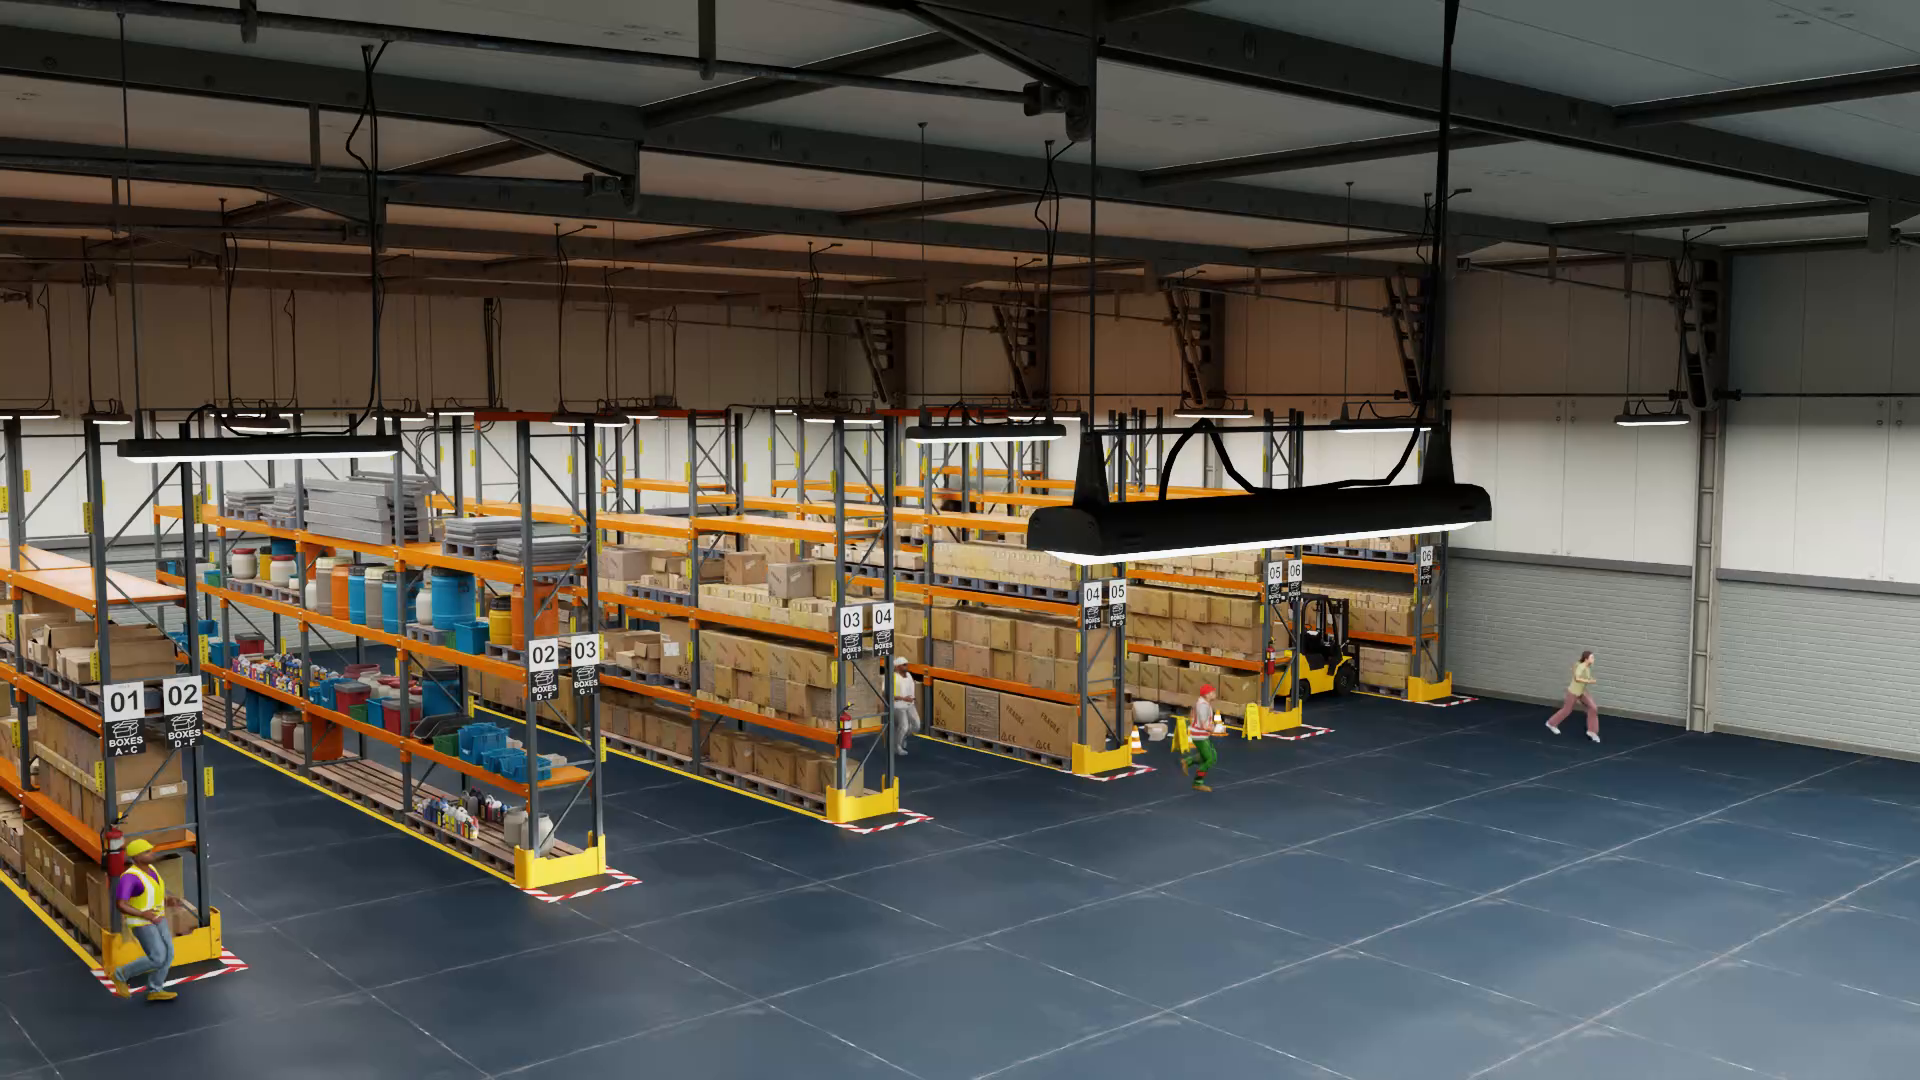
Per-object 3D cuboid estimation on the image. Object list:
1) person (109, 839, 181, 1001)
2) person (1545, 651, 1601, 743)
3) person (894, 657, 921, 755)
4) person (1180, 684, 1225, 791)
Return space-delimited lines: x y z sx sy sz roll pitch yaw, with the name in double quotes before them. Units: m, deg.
"person" -8.496 3.954 17.292 0.620 1.719 0.702 0 5 -4
"person" 11.251 2.852 30.476 1.012 1.653 0.578 4 7 41
"person" -0.953 2.908 29.143 0.582 1.724 0.692 4 6 38
"person" 3.872 3.150 26.553 0.687 1.731 0.706 1 5 6
